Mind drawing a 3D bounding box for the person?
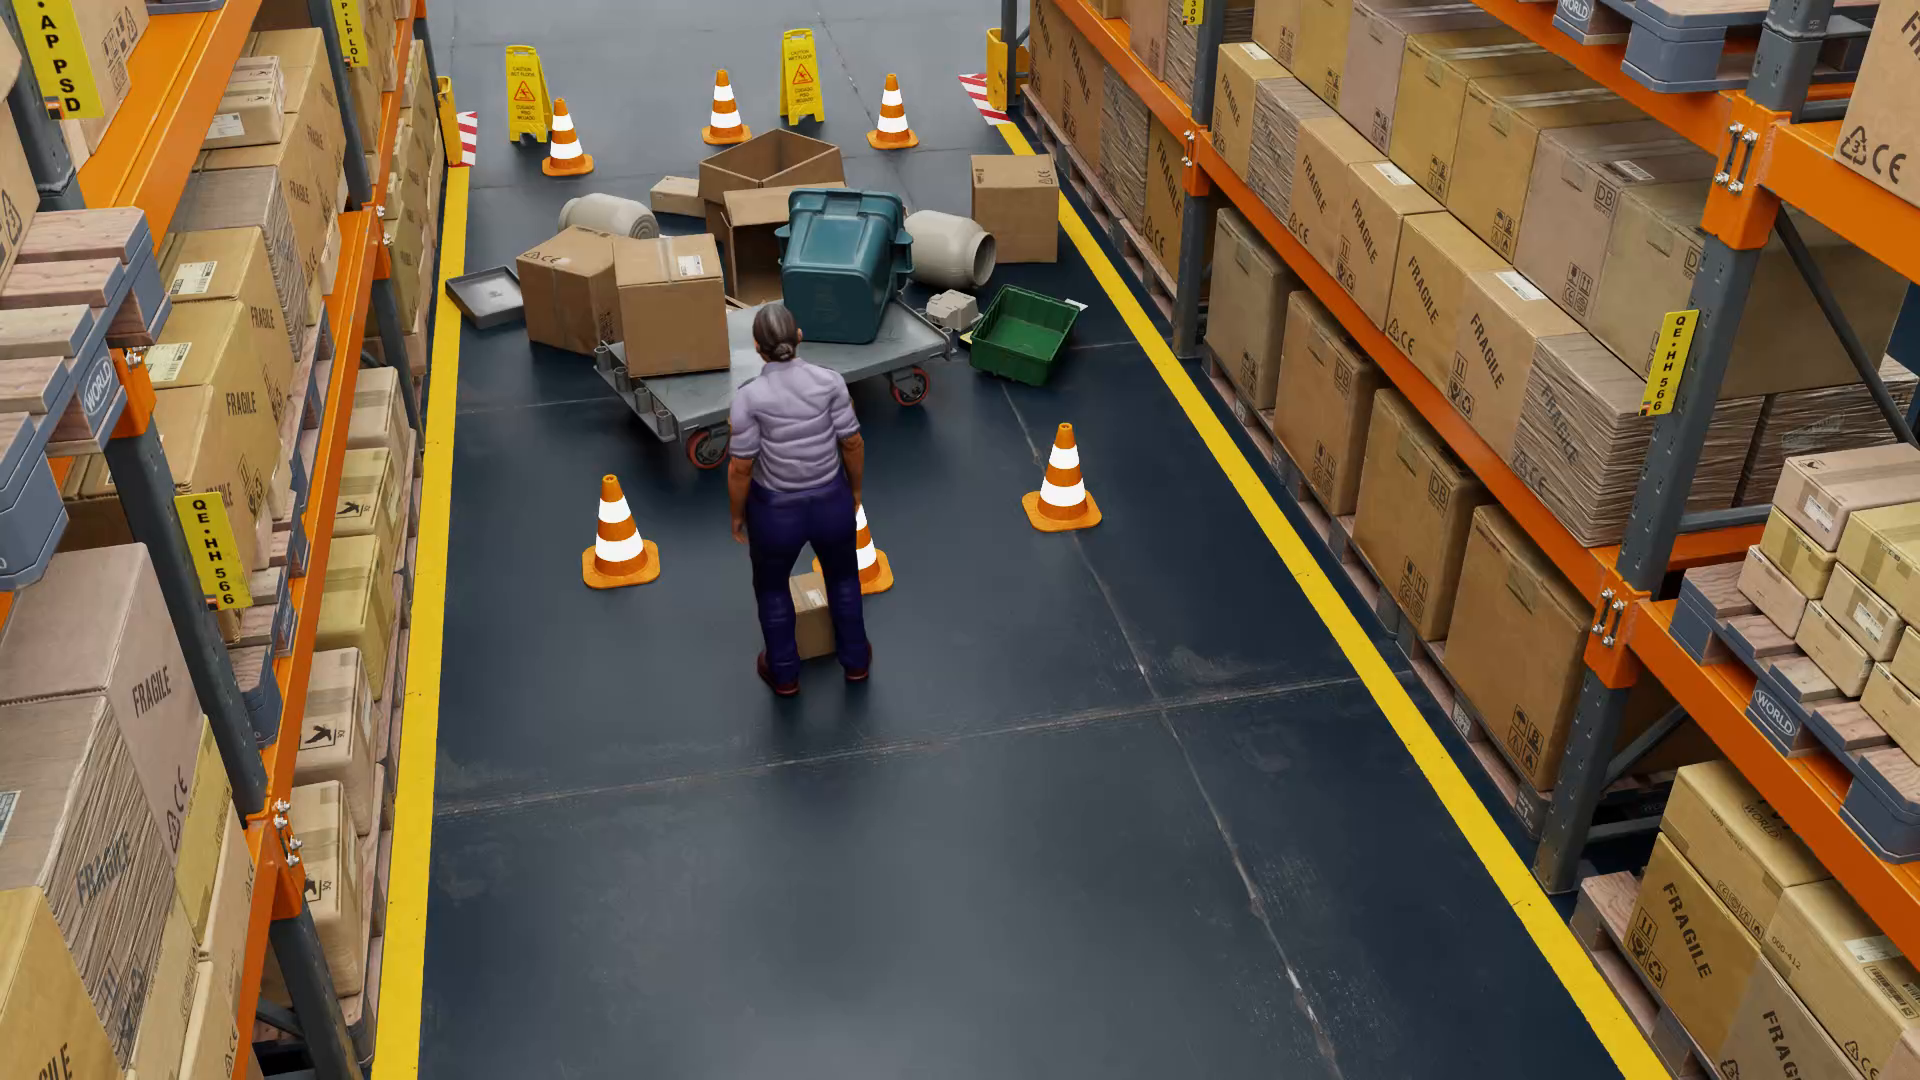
[{"bbox_3d":[-0.604,-0.126,6.334,0.561,1.651,0.377,-12,36,-16],"label":"person"}]
